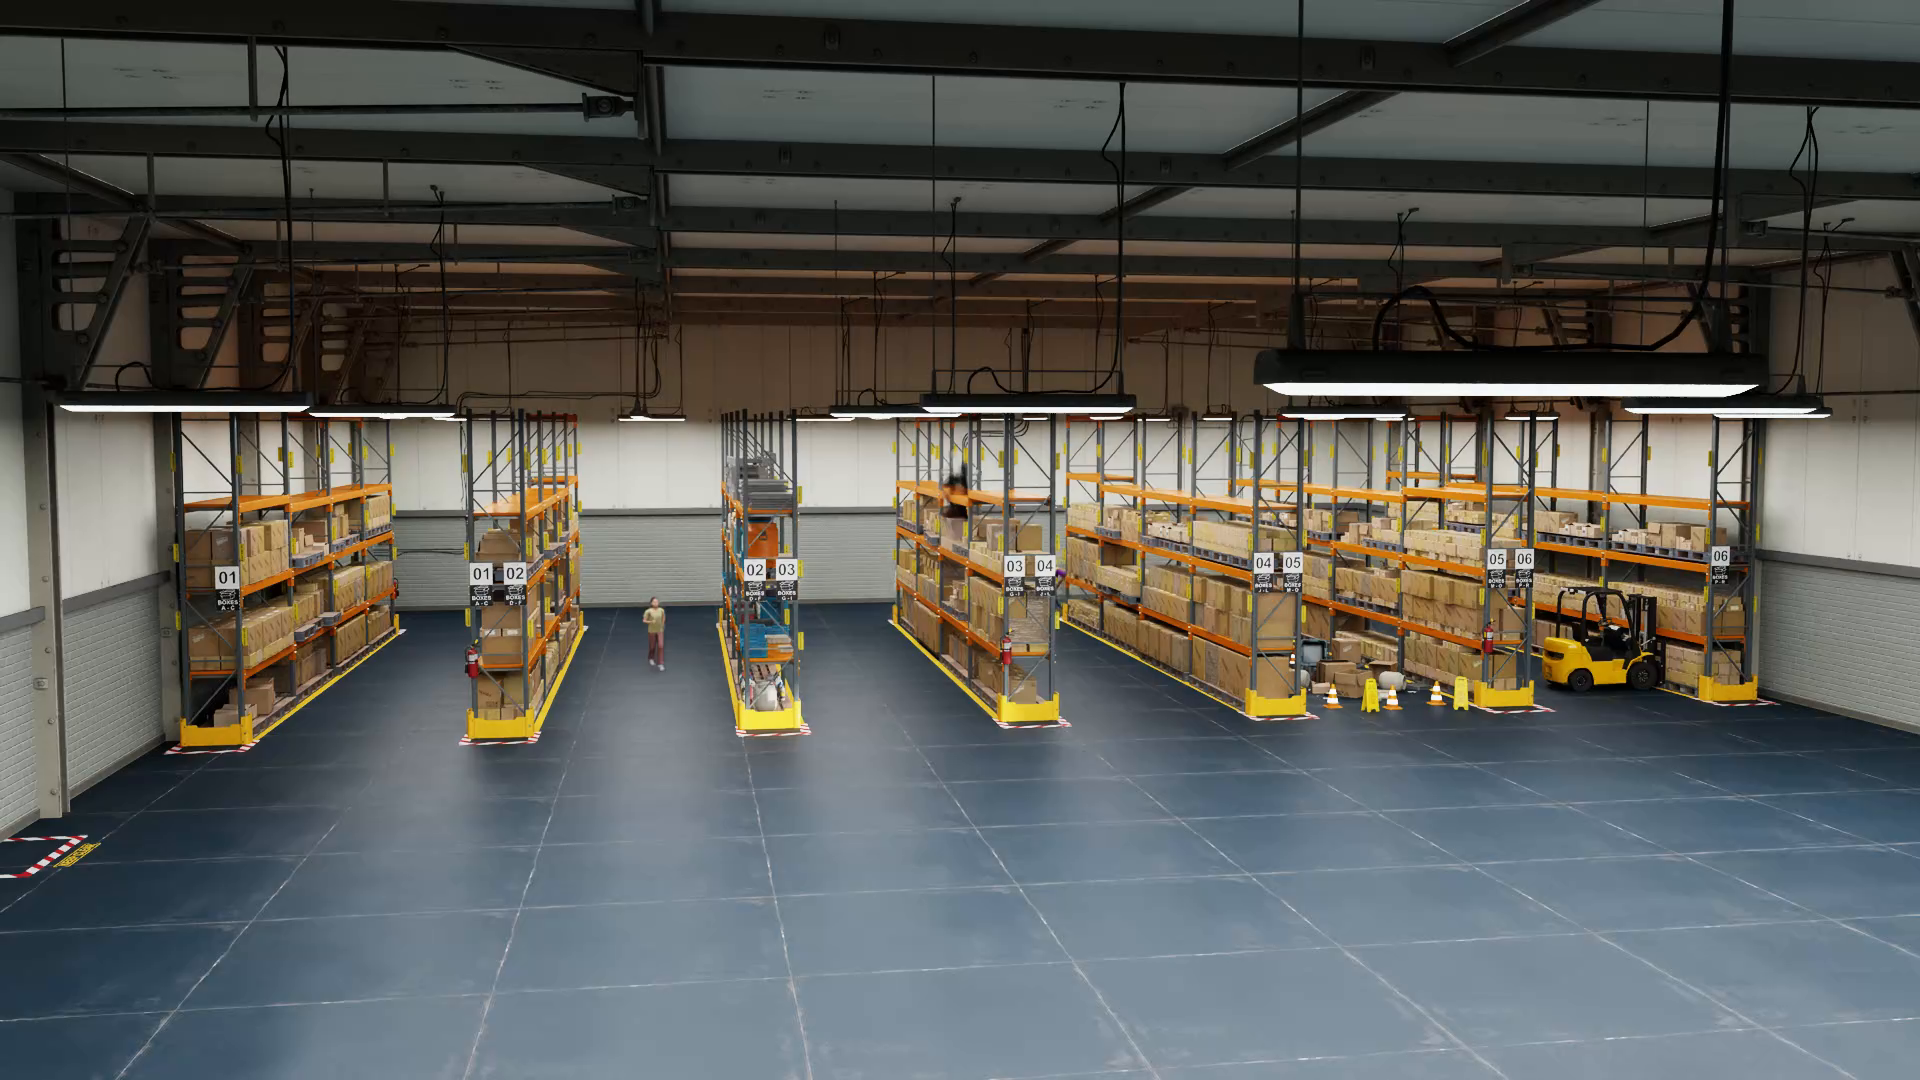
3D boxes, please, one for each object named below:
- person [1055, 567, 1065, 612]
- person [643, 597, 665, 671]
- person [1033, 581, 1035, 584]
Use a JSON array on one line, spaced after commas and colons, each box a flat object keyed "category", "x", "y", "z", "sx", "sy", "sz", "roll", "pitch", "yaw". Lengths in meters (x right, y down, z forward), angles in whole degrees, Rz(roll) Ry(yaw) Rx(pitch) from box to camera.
[{"category": "person", "x": 2.757, "y": 1.419, "z": 49.738, "sx": 0.948, "sy": 1.701, "sz": 0.788, "roll": -1, "pitch": 4, "yaw": -19}, {"category": "person", "x": -7.097, "y": 2.162, "z": 38.737, "sx": 0.574, "sy": 1.673, "sz": 0.951, "roll": -2, "pitch": 4, "yaw": -24}, {"category": "person", "x": 2.314, "y": 1.425, "z": 49.225, "sx": 0.604, "sy": 1.721, "sz": 0.740, "roll": -4, "pitch": 5, "yaw": -42}]
